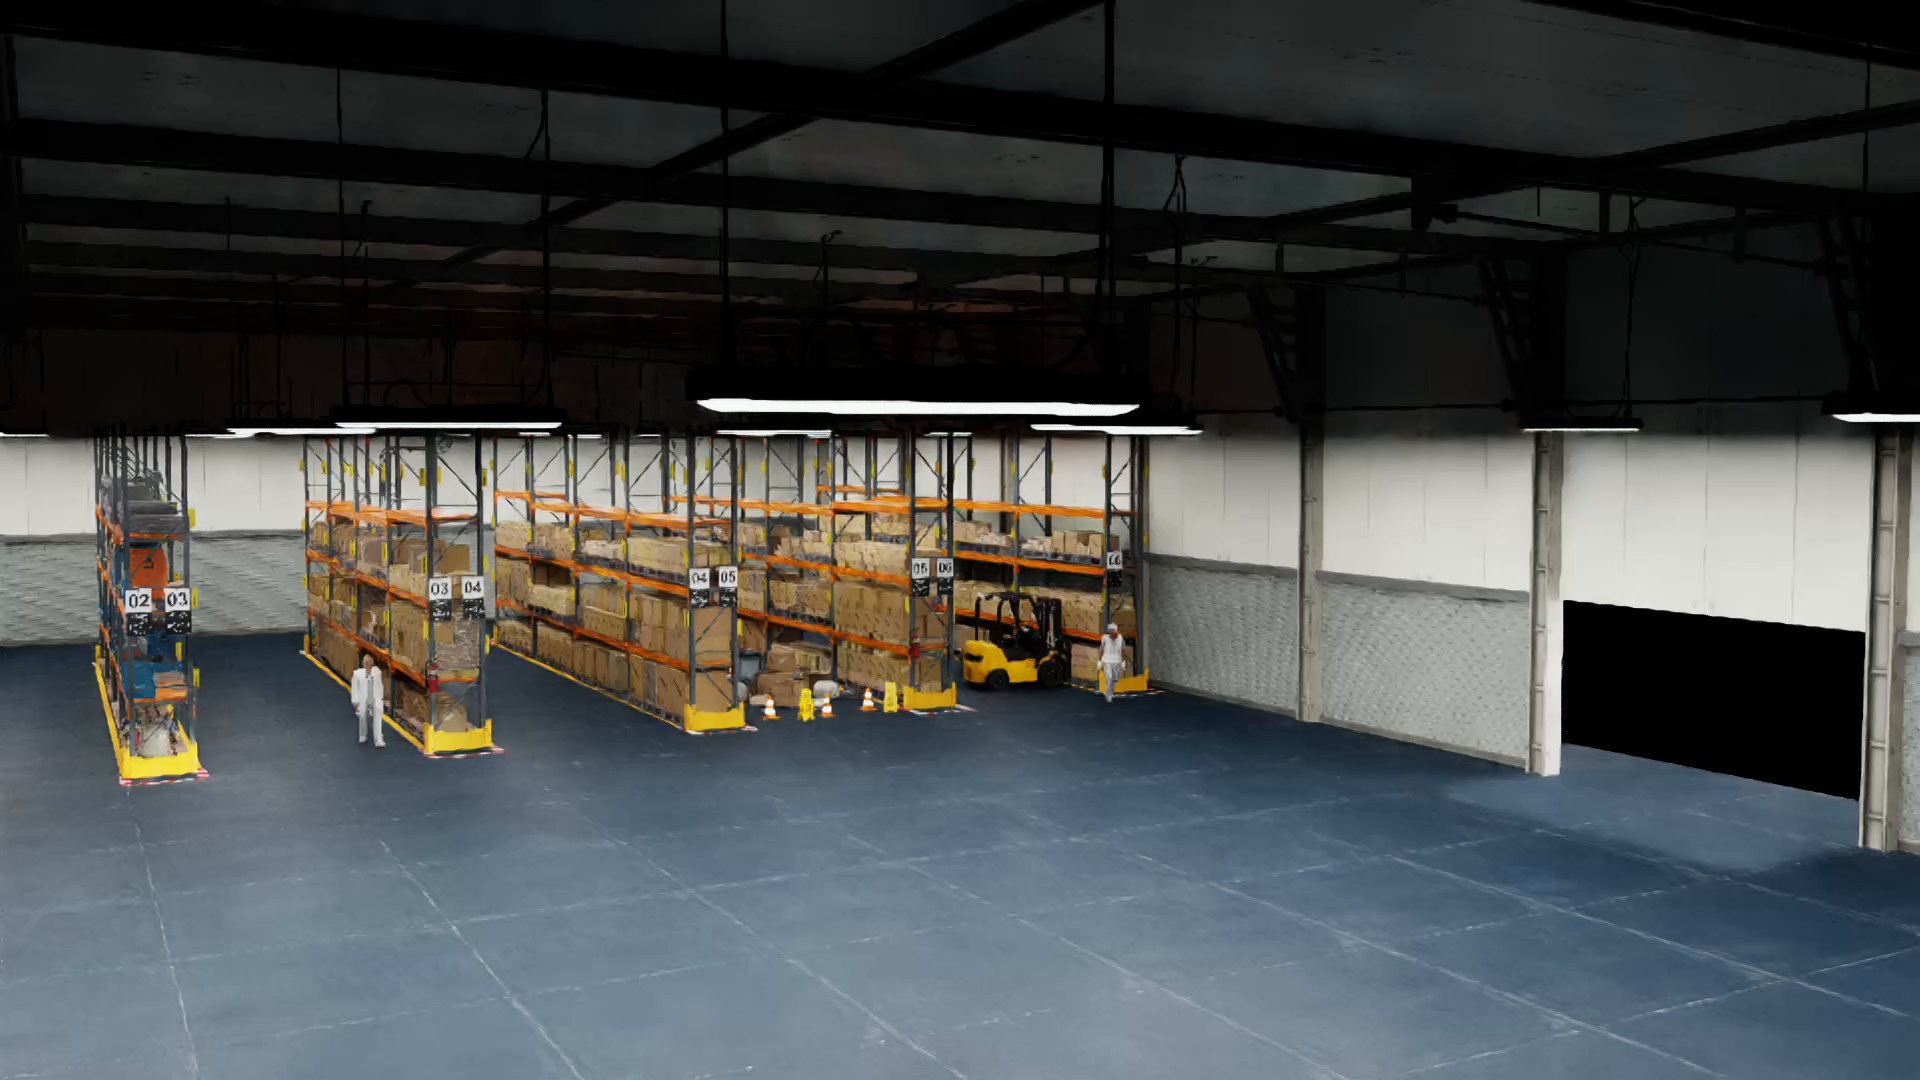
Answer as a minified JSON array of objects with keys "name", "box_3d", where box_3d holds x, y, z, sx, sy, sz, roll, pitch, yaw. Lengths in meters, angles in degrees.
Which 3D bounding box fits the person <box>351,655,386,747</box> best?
[{"name":"person","box_3d":[-11.024,2.978,30.984,0.598,1.698,1.193,-2,4,-26]}]

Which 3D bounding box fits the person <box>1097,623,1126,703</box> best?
[{"name":"person","box_3d":[3.316,2.659,36.249,0.591,1.746,0.951,-1,4,-13]}]

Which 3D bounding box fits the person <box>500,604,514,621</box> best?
[{"name":"person","box_3d":[-13.989,1.732,51.190,0.643,1.767,0.391,2,4,30]}]
